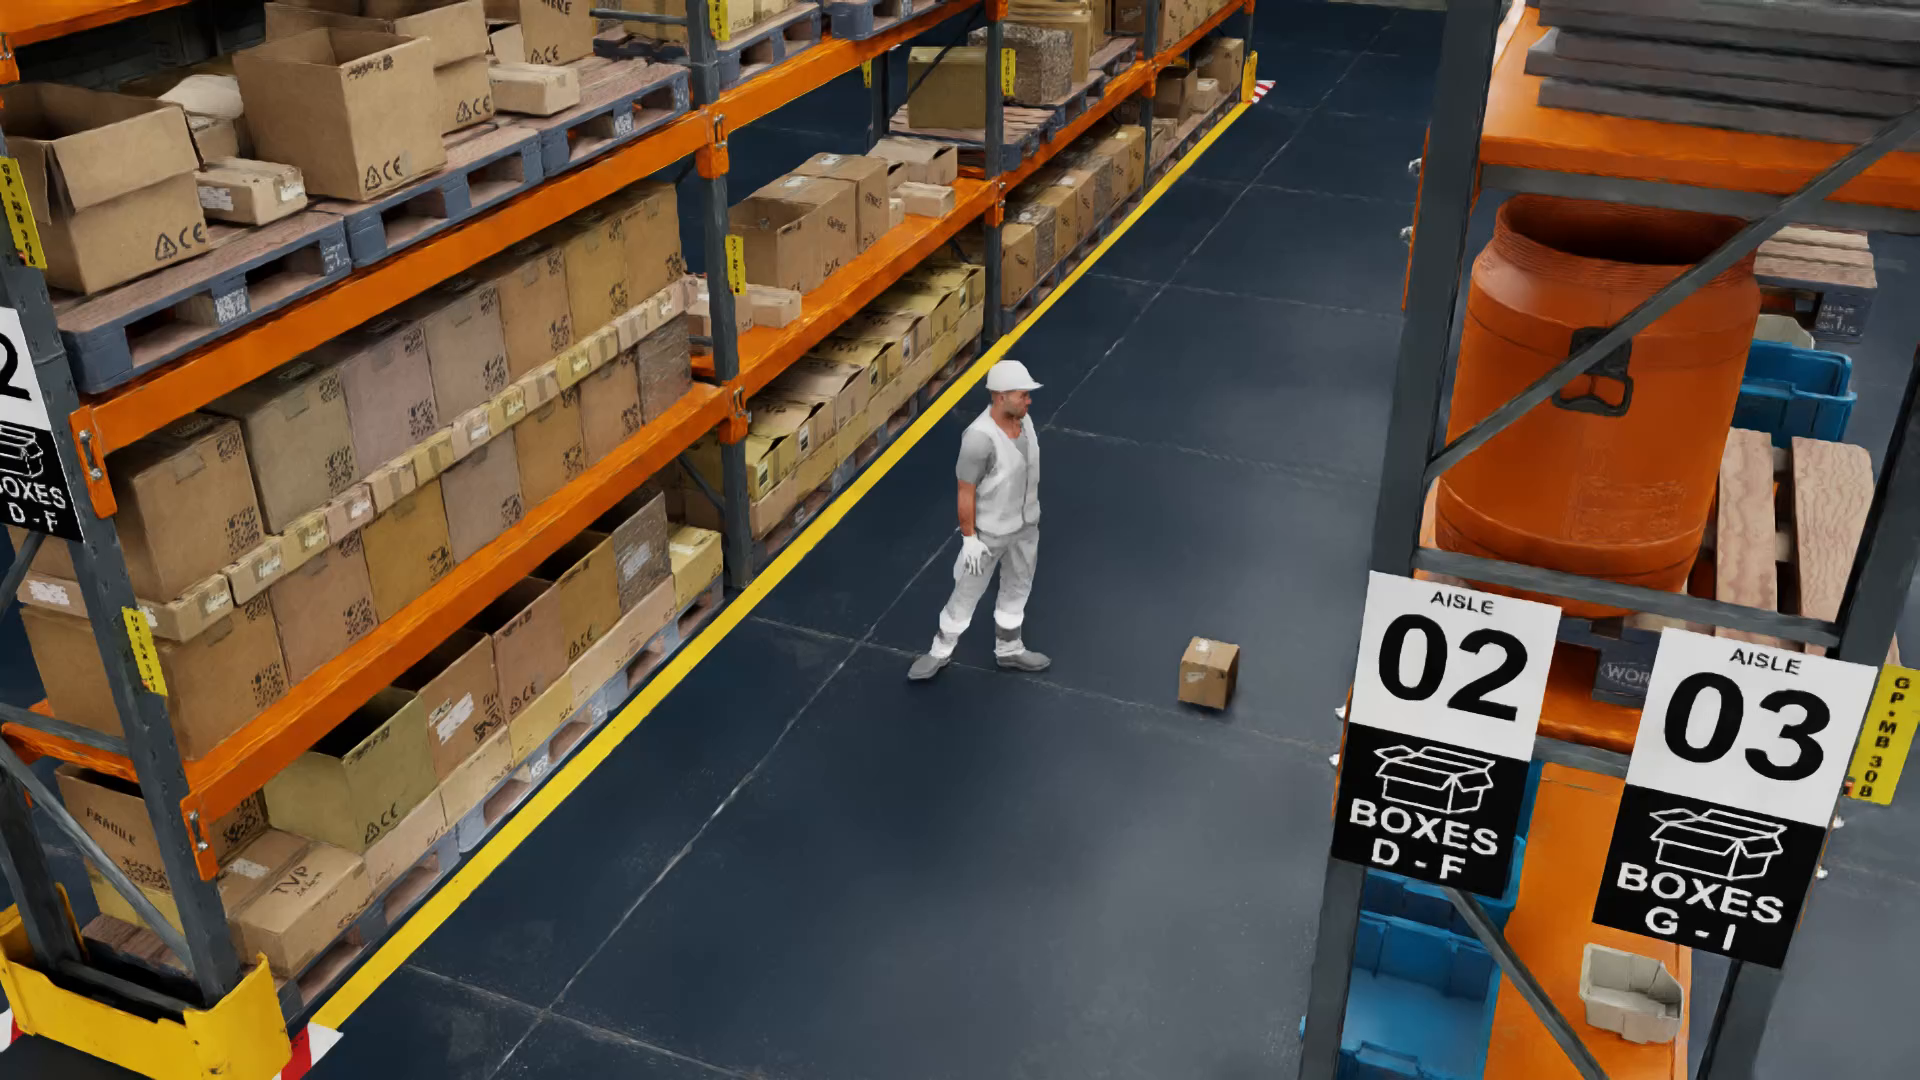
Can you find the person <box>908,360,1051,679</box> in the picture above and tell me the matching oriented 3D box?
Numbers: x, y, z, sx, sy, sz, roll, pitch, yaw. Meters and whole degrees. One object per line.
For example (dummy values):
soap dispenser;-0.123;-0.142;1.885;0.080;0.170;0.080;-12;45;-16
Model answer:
person;0.101;-0.061;8.492;0.701;1.792;0.489;-25;38;-37
